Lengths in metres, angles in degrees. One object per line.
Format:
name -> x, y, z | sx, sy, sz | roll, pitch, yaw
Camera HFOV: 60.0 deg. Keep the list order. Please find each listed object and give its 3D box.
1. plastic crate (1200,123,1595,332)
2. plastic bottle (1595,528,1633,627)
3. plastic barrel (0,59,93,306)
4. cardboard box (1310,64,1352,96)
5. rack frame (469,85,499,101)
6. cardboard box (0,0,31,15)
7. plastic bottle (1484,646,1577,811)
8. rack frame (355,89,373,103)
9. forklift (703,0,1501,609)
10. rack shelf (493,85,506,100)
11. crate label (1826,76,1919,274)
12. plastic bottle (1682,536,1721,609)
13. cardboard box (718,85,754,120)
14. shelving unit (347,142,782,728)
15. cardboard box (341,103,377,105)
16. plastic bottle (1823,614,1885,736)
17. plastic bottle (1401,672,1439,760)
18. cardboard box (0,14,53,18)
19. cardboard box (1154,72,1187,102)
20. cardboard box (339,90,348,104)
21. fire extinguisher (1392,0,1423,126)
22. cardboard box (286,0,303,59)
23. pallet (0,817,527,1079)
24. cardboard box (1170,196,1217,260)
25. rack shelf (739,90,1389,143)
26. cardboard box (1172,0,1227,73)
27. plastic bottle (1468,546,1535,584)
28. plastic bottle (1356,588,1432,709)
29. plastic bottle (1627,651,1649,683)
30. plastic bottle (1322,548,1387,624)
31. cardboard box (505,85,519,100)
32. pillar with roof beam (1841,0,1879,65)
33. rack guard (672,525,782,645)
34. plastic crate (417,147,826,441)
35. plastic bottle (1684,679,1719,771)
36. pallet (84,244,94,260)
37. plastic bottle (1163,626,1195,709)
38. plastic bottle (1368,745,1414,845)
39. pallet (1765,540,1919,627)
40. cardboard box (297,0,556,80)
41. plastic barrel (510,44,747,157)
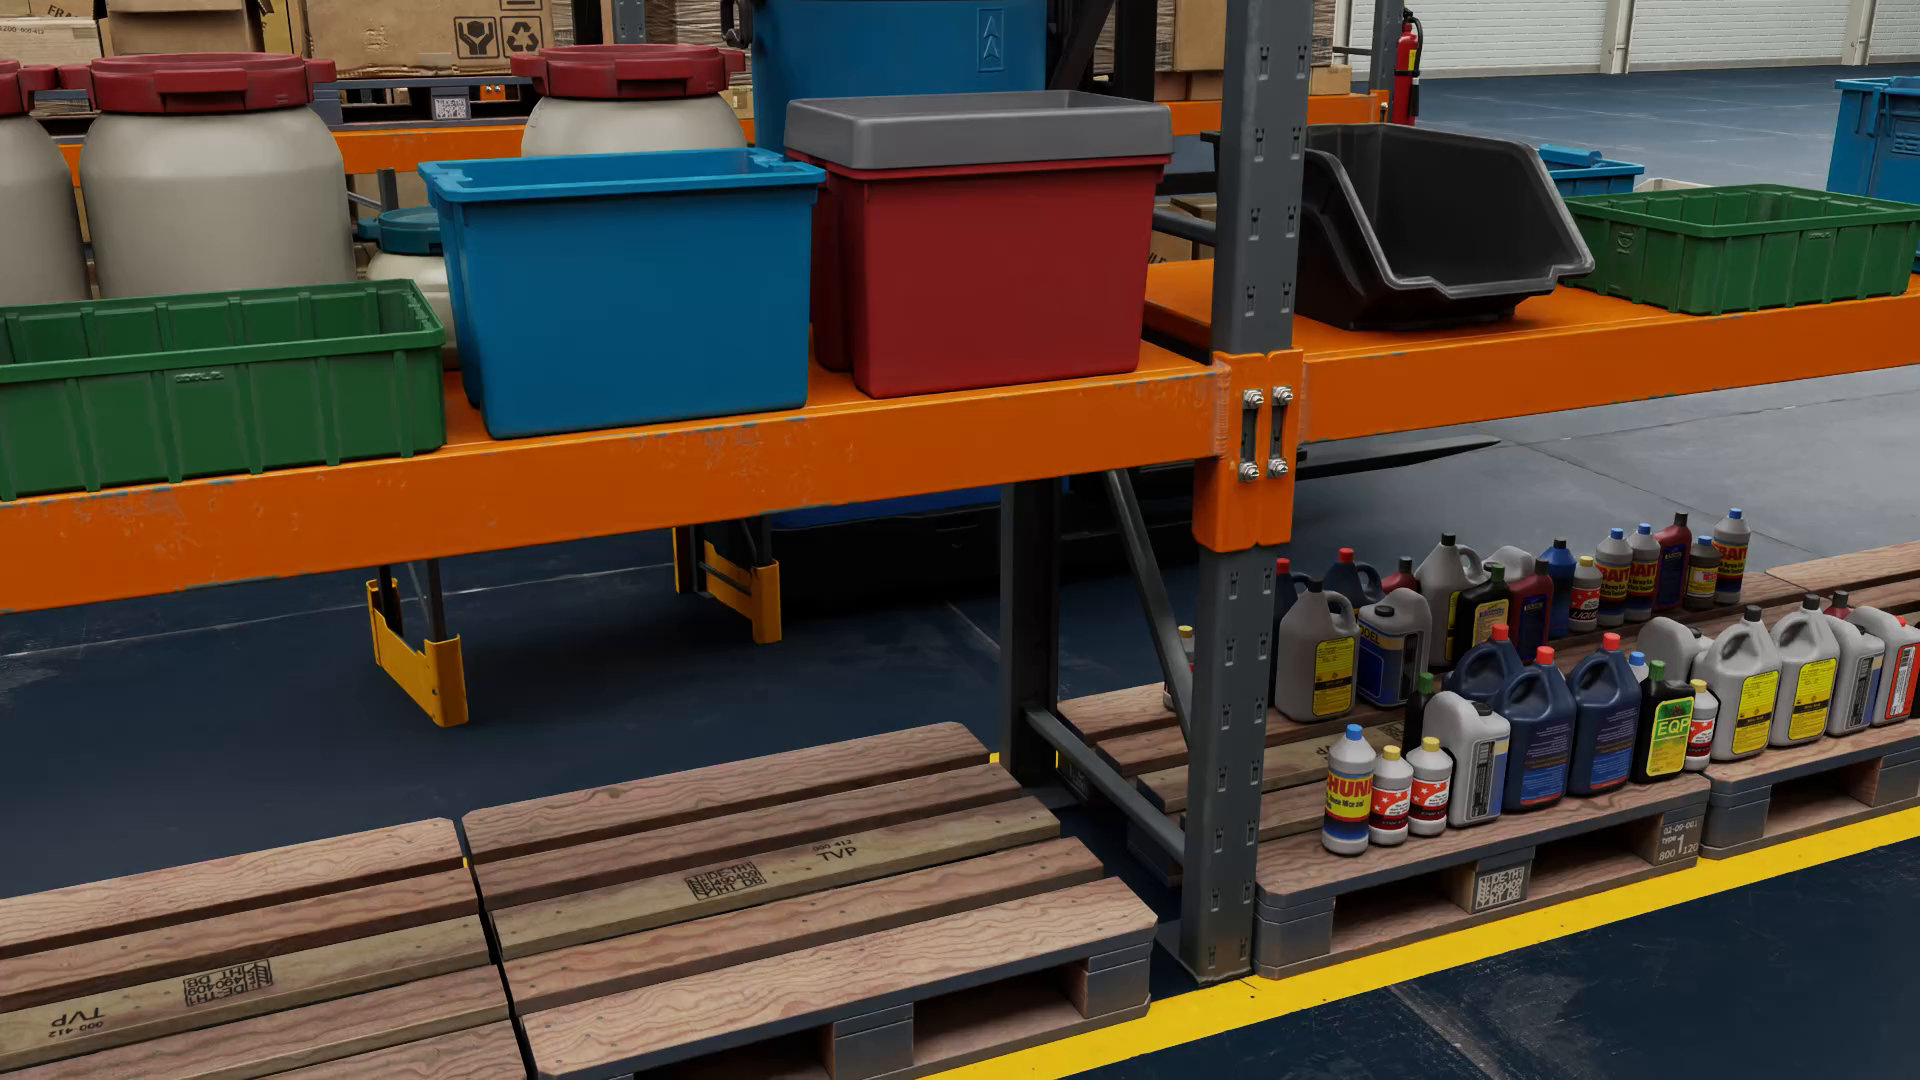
plastic crate -> 0.882, -0.656, 3.463 | 0.504, 0.338, 0.767 | -8, 21, -22
plastic bottle -> 1.829, 0.099, 4.669 | 0.097, 0.271, 0.097 | 0, 19, 0
plastic barrel -> -1.686, -0.507, 2.742 | 0.433, 0.535, 0.433 | 0, 19, 0
cardboard box -> 1.882, -2.473, 8.908 | 0.250, 0.149, 0.380 | -8, 21, -22
rack frame -> -3.483, -3.692, 11.991 | 0.127, 3.000, 1.000 | -8, 21, -22
cardboard box -> -6.171, -3.257, 10.606 | 0.500, 0.500, 0.500 | -8, 21, -22
plastic bottle -> 1.256, 0.407, 3.677 | 0.185, 0.351, 0.144 | -8, 21, -20
rack frame -> -7.506, -6.701, 20.538 | 0.127, 3.000, 1.000 | -8, 21, -22
forklift -> 0.580, -1.464, 5.768 | 3.031, 2.935, 1.130 | -8, 21, -22
rack shelf -> -1.647, -3.616, 12.857 | 4.000, 0.370, 1.077 | -8, 21, -22
crate label -> 2.440, -0.874, 3.934 | 0.616, 0.435, 0.502 | -8, 21, -22
plastic bottle -> 2.140, 0.088, 4.807 | 0.097, 0.201, 0.097 | 0, 19, 0
cardboard box -> -1.060, -2.013, 7.601 | 0.250, 0.149, 0.380 | -8, 21, -22
shelving unit -> -1.153, -0.373, 4.824 | 1.083, 1.500, 0.587 | -14, 23, -34
cardboard box -> -6.017, -4.077, 16.409 | 0.625, 0.372, 0.950 | -8, 21, -21
plastic bottle -> 2.141, 0.314, 4.053 | 0.135, 0.276, 0.152 | -9, 21, -23
plastic bottle -> 1.060, 0.427, 3.721 | 0.133, 0.283, 0.061 | -8, 21, -22
cardboard box -> -3.860, -2.076, 6.972 | 0.258, 0.266, 0.396 | -9, 21, -23
cardboard box -> 0.961, -2.344, 8.540 | 0.250, 0.149, 0.380 | -8, 21, -22
cardboard box -> -7.981, -5.707, 20.658 | 0.625, 0.625, 0.875 | -7, 21, -20
fire extinguisher -> 2.349, -2.530, 8.808 | 0.183, 0.674, 0.296 | -8, 21, -22
cardboard box -> -4.320, -3.522, 11.359 | 0.500, 0.500, 0.500 | -8, 21, -23
pallet -> -1.477, 0.937, 3.044 | 1.213, 0.211, 1.003 | -8, 21, -22
cardboard box -> 1.481, -1.634, 9.278 | 0.500, 0.500, 0.500 | -4, 20, -12
rack shelf -> 0.225, -2.090, 8.524 | 4.000, 0.370, 1.077 | -8, 21, -22
cardboard box -> 1.134, -2.713, 8.613 | 0.500, 0.500, 0.875 | -8, 21, -22
plastic bottle -> 1.451, 0.161, 4.487 | 0.135, 0.276, 0.152 | -8, 21, -21
plastic bottle -> 1.086, 0.266, 4.190 | 0.135, 0.276, 0.152 | -8, 21, -22
plastic bottle -> 1.550, 0.389, 3.848 | 0.097, 0.271, 0.097 | 0, 19, 0
plastic bottle -> 1.004, 0.188, 4.296 | 0.185, 0.351, 0.144 | -9, 21, -25
cardboard box -> -2.878, -2.949, 12.448 | 0.875, 0.875, 0.875 | -8, 21, -21
pillar with roof beam -> 18.912, -12.085, 26.795 | 0.400, 9.000, 9.100 | -8, 21, -22
rack guard -> -0.750, 0.119, 5.307 | 0.087, 0.250, 0.587 | -14, 23, -34
plastic crate -> -0.539, -0.408, 2.689 | 0.575, 0.384, 0.392 | -8, 21, -22
plastic bottle -> 1.699, 0.422, 3.857 | 0.097, 0.201, 0.097 | 0, 19, 0
pallet -> -6.402, -1.931, 11.189 | 1.213, 0.211, 1.003 | -8, 21, -22
plastic bottle -> 0.560, 0.314, 4.165 | 0.097, 0.201, 0.097 | 0, 19, 0
plastic bottle -> 0.910, 0.535, 3.537 | 0.097, 0.201, 0.097 | 0, 19, 0
pallet -> 3.224, 0.263, 4.957 | 1.213, 0.211, 1.003 | -8, 21, -22
cardboard box -> -2.396, -2.585, 7.312 | 1.000, 1.000, 1.000 | -8, 21, -22
plastic barrel -> -0.615, -0.661, 3.177 | 0.433, 0.535, 0.433 | 0, 19, 0
